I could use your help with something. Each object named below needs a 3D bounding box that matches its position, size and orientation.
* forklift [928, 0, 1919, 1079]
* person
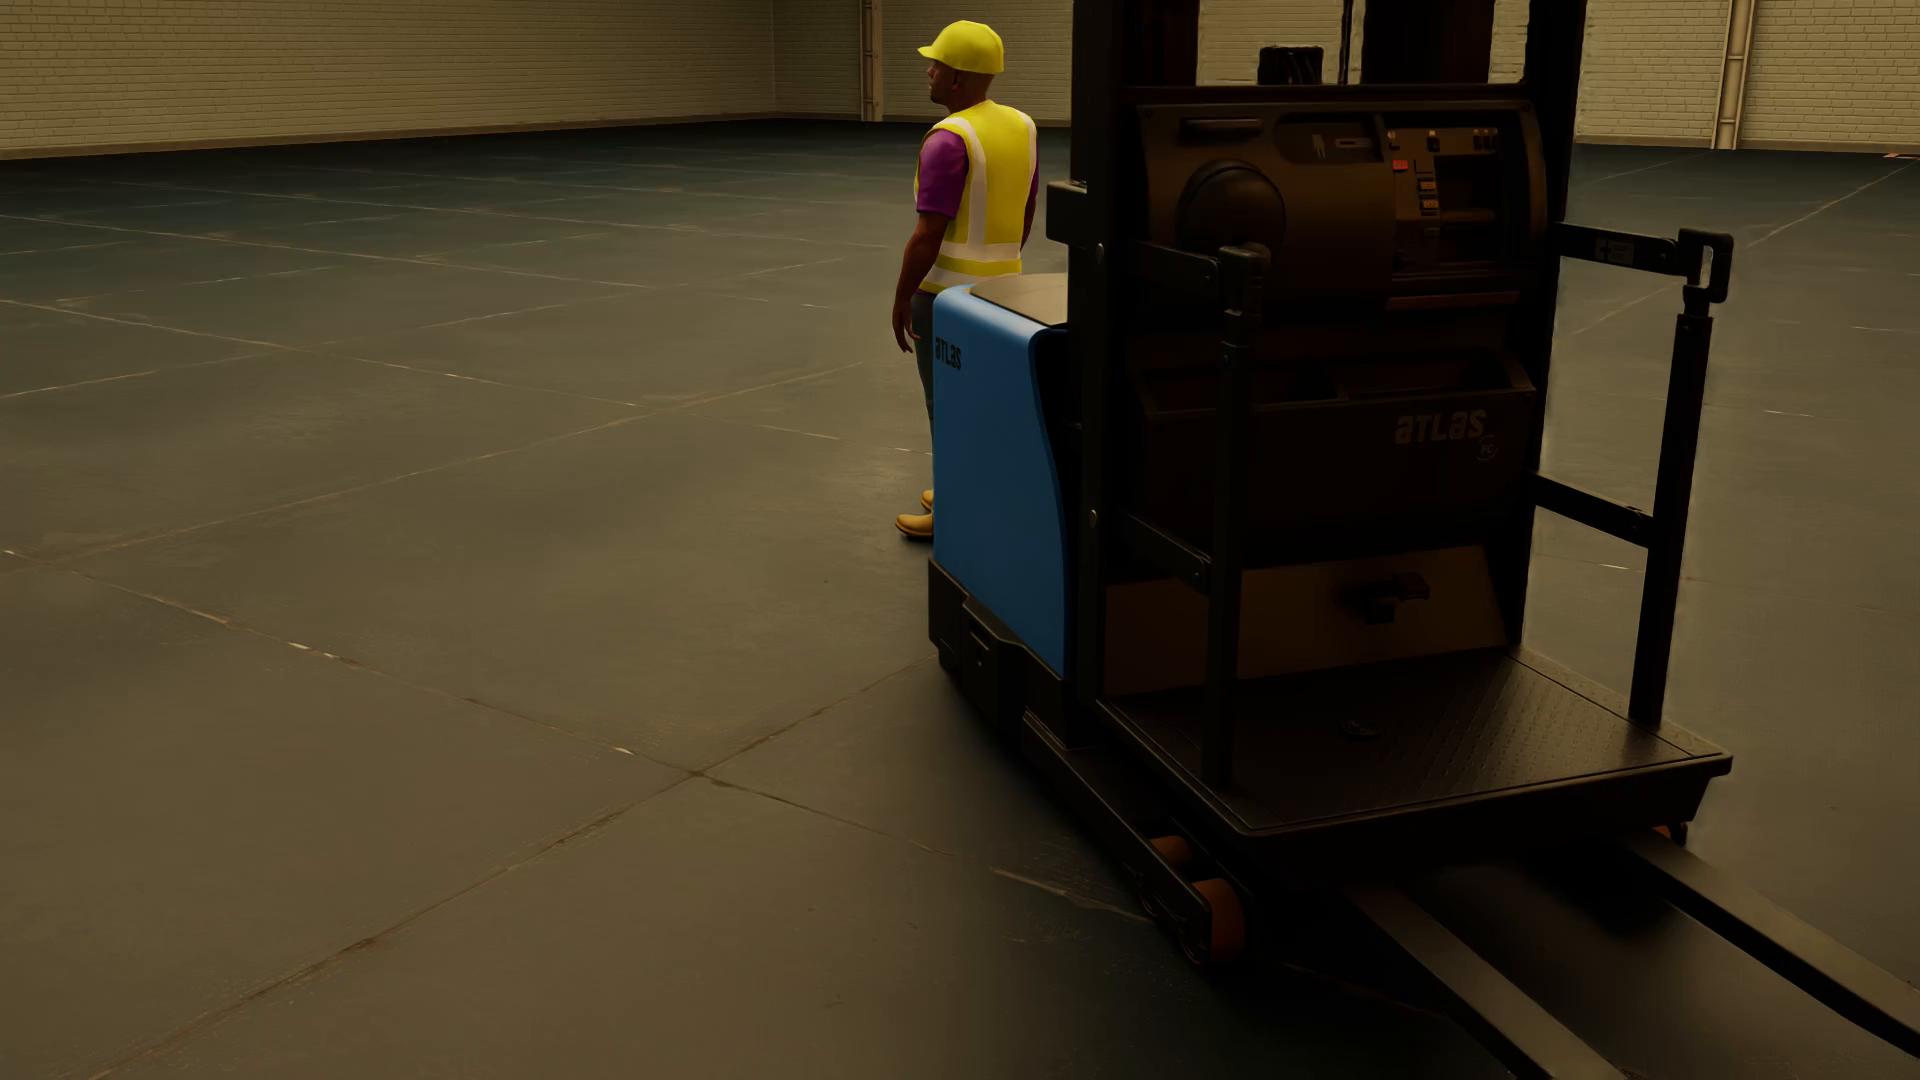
[{"bbox_3d":[0.866,-0.714,3.222,1.130,2.935,3.031,-6,18,-18],"label":"forklift"},{"bbox_3d":[-0.055,-0.865,5.736,0.574,1.769,0.665,11,20,33],"label":"person"}]
